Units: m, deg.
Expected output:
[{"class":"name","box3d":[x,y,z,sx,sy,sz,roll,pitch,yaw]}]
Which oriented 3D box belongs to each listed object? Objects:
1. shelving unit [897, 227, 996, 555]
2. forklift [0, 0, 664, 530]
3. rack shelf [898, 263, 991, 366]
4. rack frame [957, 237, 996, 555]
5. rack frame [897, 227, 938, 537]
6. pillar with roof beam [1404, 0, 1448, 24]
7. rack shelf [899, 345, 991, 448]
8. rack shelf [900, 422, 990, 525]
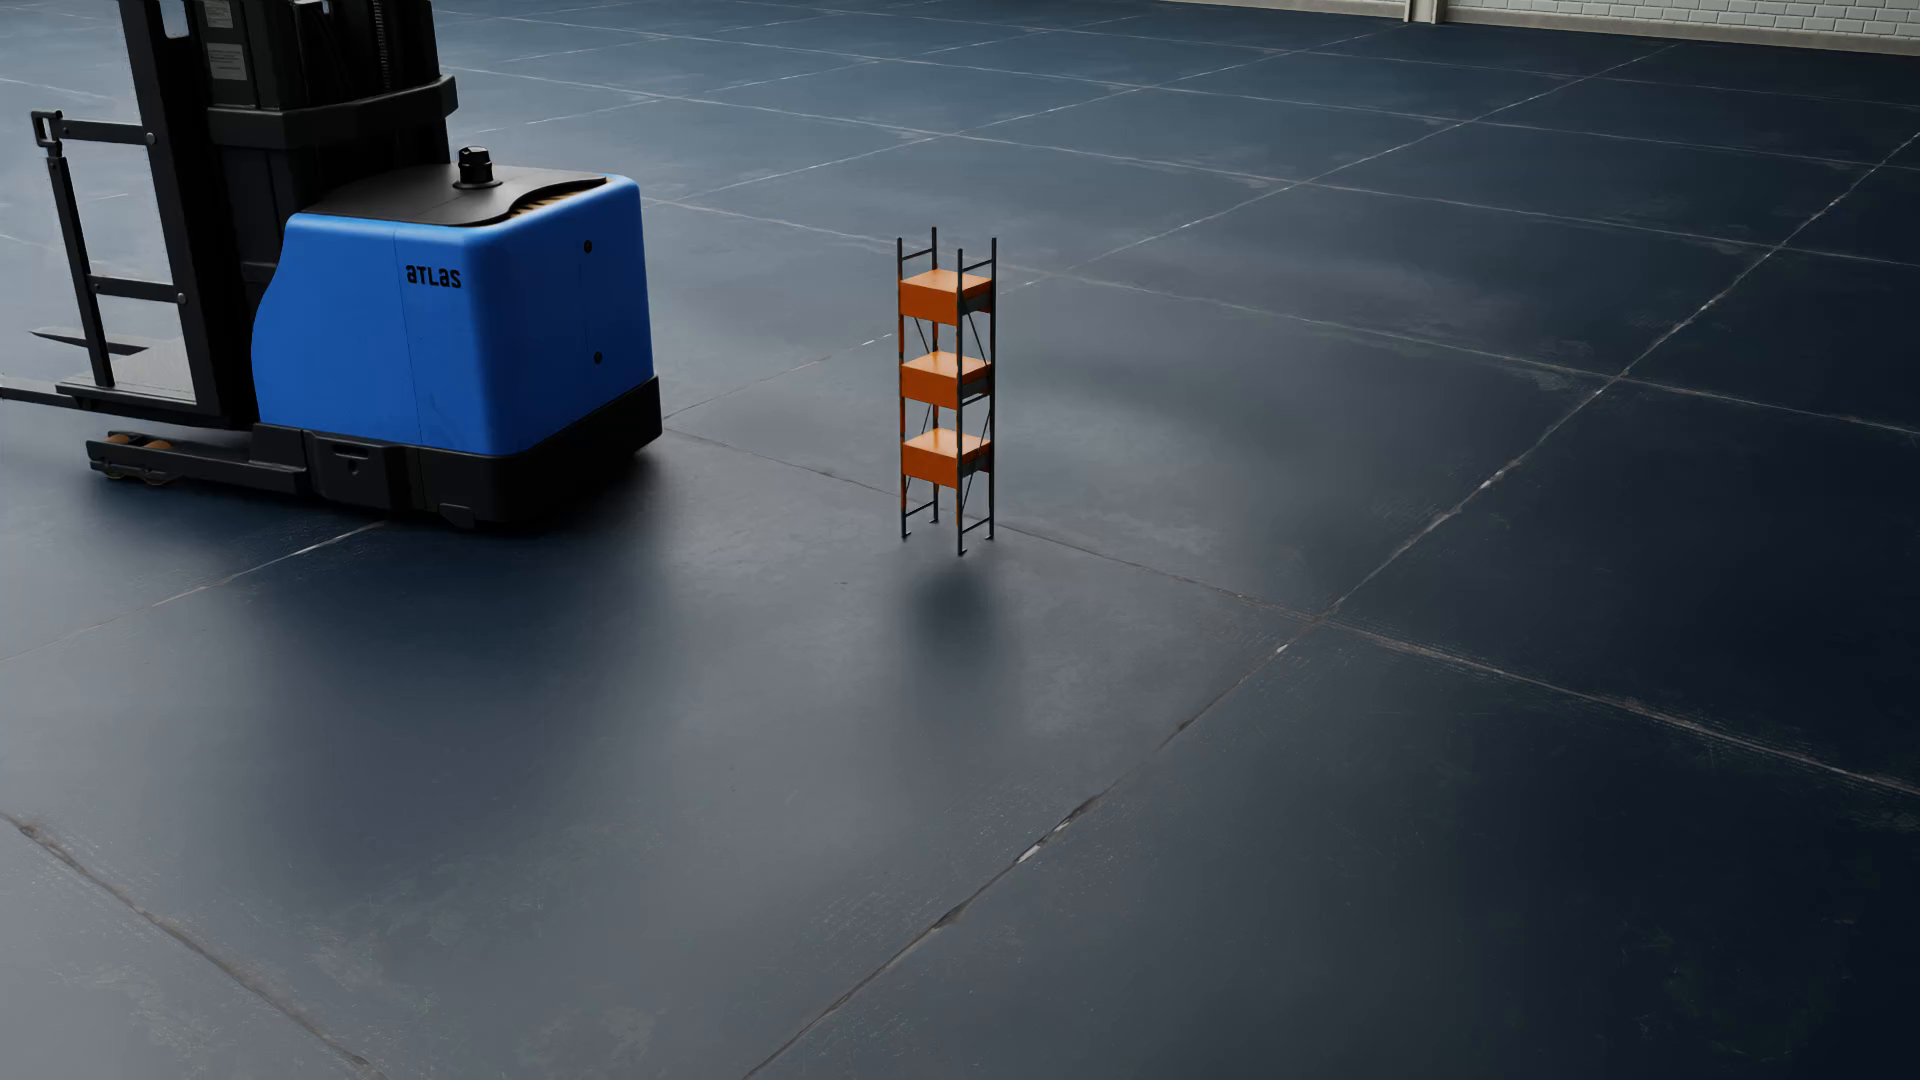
[{"class":"shelving unit","box3d":[-0.043,-0.493,5.568,0.252,1.050,0.215,17,29,33]},{"class":"forklift","box3d":[-2.732,-1.731,6.042,3.031,2.935,1.130,9,25,19]},{"class":"rack shelf","box3d":[-0.043,-0.743,5.458,0.240,0.259,0.215,17,29,33]},{"class":"rack frame","box3d":[0.055,-0.464,5.501,0.008,1.050,0.200,17,29,33]},{"class":"rack frame","box3d":[-0.140,-0.523,5.635,0.008,1.050,0.200,17,29,33]},{"class":"pillar with roof beam","box3d":[2.921,-8.876,14.734,0.400,9.000,9.100,17,29,33]},{"class":"rack shelf","box3d":[-0.043,-0.484,5.572,0.240,0.259,0.215,17,29,33]},{"class":"rack shelf","box3d":[-0.043,-0.229,5.684,0.240,0.259,0.215,17,29,33]}]
